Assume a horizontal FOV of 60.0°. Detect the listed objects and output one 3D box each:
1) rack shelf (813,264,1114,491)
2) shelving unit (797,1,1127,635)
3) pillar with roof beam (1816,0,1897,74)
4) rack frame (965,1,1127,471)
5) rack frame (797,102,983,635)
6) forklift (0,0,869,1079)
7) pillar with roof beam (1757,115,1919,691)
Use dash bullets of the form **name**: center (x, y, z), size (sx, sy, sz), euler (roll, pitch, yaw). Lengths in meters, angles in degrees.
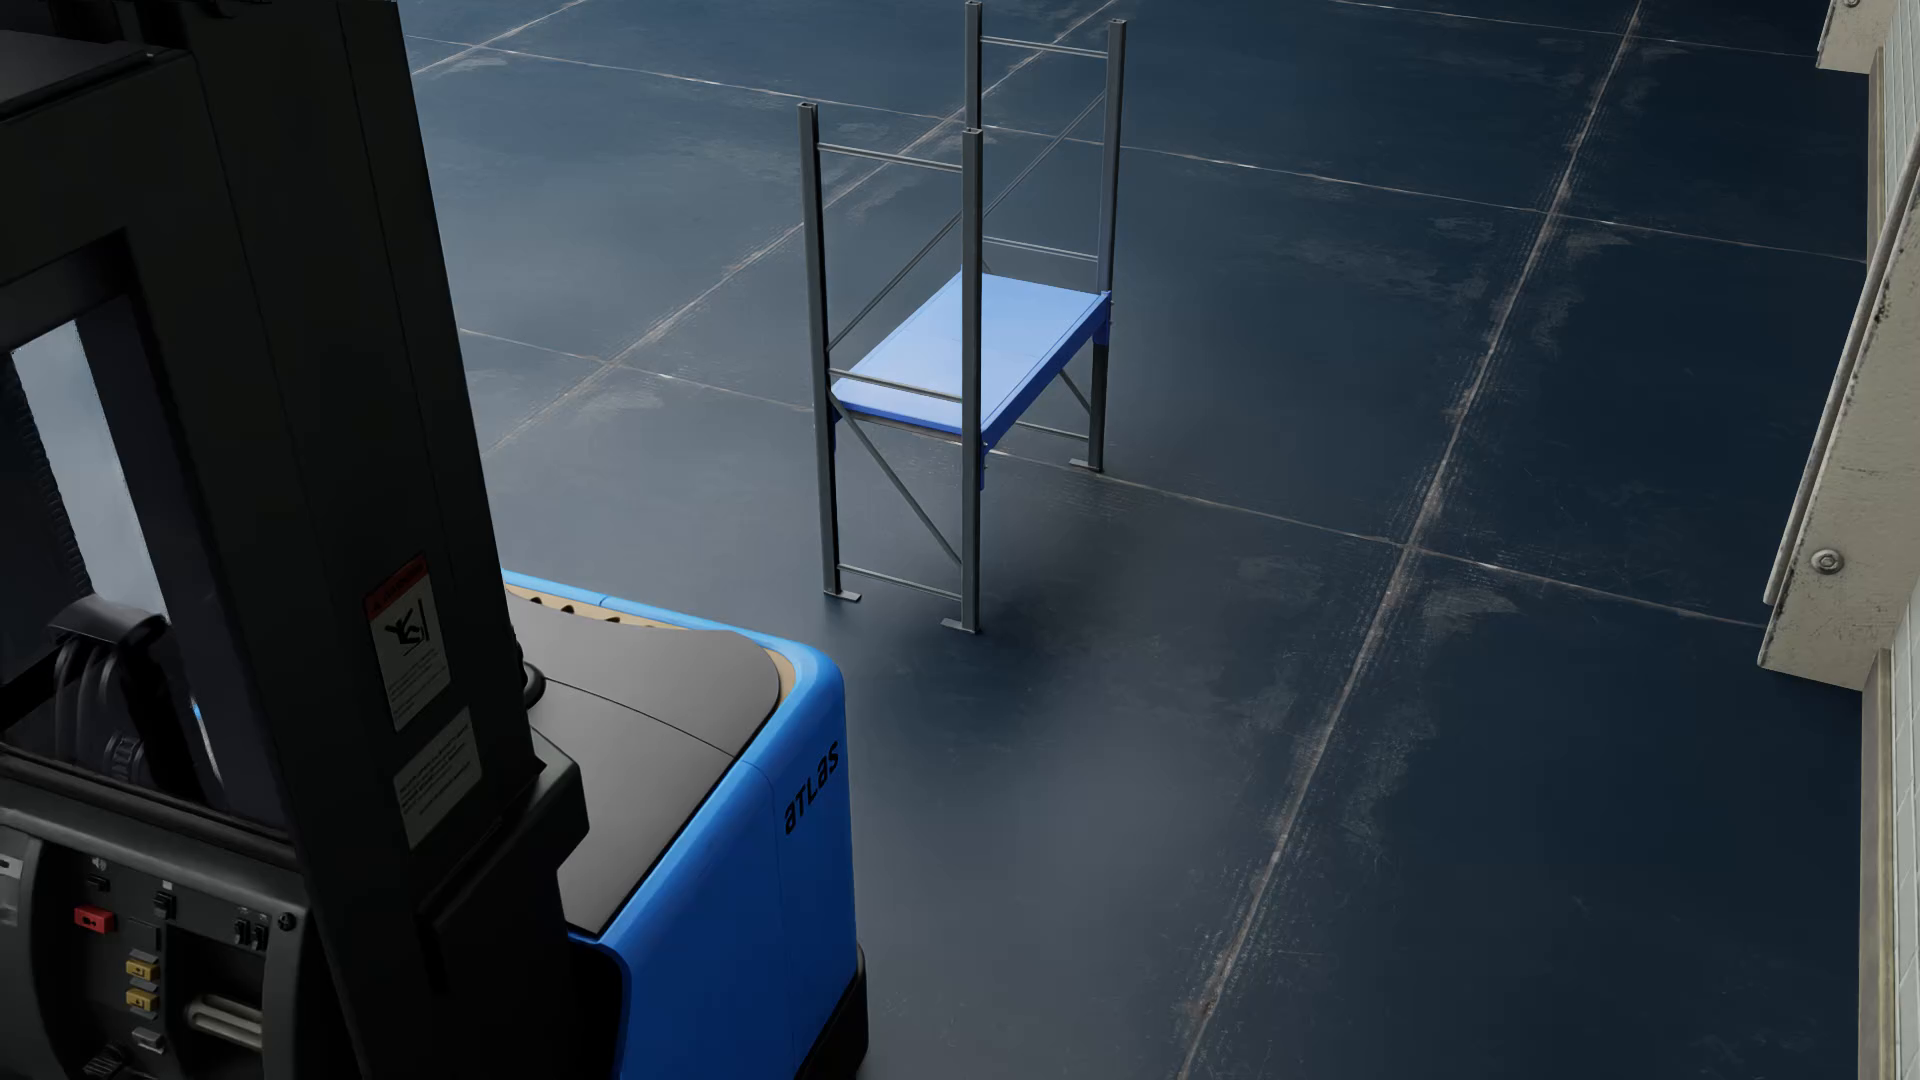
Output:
- **rack shelf**: center (0.036, -0.519, 5.002), size (0.538, 0.185, 1.000), euler (14, 36, 20)
- **shelving unit**: center (0.036, -0.670, 4.904), size (0.538, 1.500, 1.048), euler (14, 36, 20)
- **pillar with roof beam**: center (1.079, -7.445, 8.398), size (9.100, 9.000, 0.400), euler (14, 36, 20)
- **rack frame**: center (0.248, -0.923, 5.290), size (0.500, 1.500, 0.032), euler (14, 36, 20)
- **rack frame**: center (-0.177, -0.417, 4.517), size (0.500, 1.500, 0.032), euler (14, 36, 20)
- **forklift**: center (-1.209, 0.525, 1.777), size (1.130, 2.935, 3.031), euler (12, 35, 18)
- **pillar with roof beam**: center (-1.431, -4.457, 3.841), size (9.100, 9.000, 0.400), euler (14, 36, 20)
